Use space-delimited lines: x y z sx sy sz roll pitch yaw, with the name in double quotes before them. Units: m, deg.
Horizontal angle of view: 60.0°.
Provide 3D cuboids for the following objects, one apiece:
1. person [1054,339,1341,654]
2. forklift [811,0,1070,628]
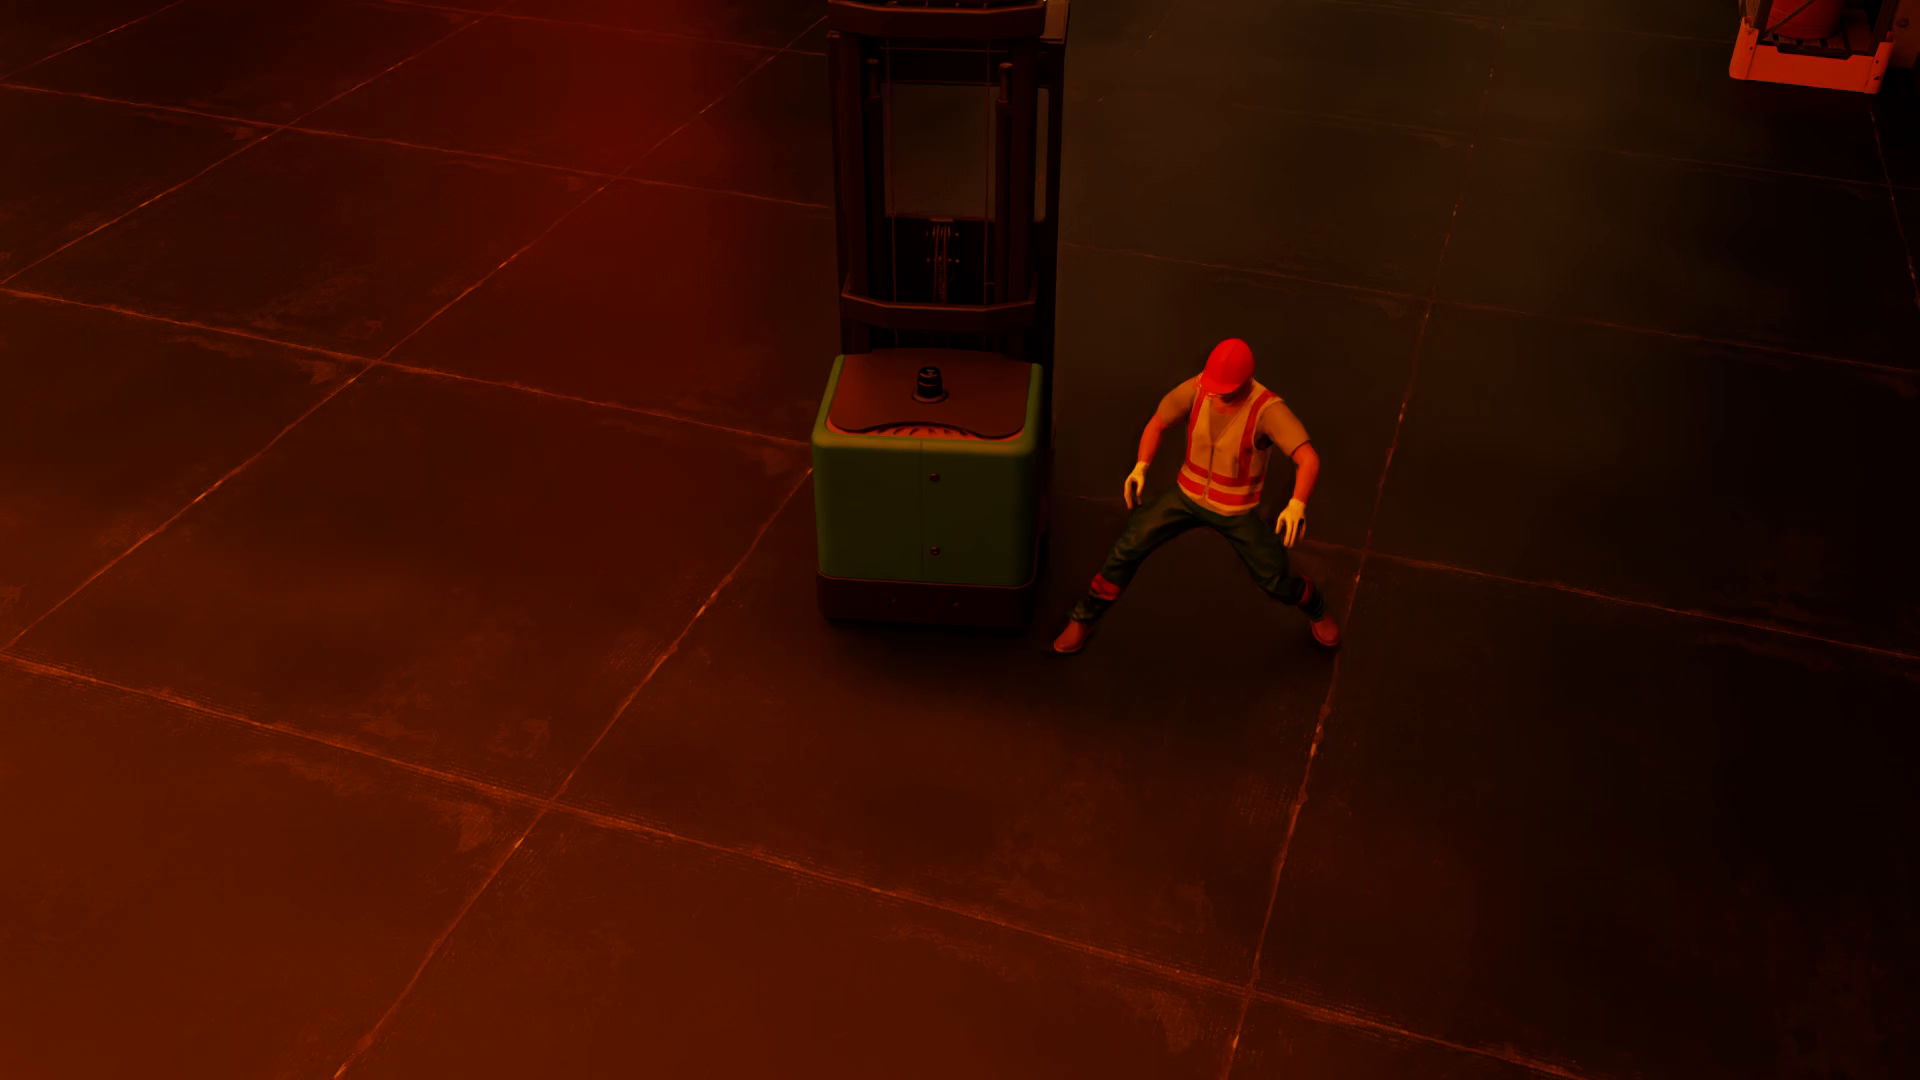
"person" 1.156 -0.158 7.507 1.129 1.586 1.018 21 40 26
"forklift" -0.041 -1.609 8.380 1.130 2.935 3.031 3 35 4
